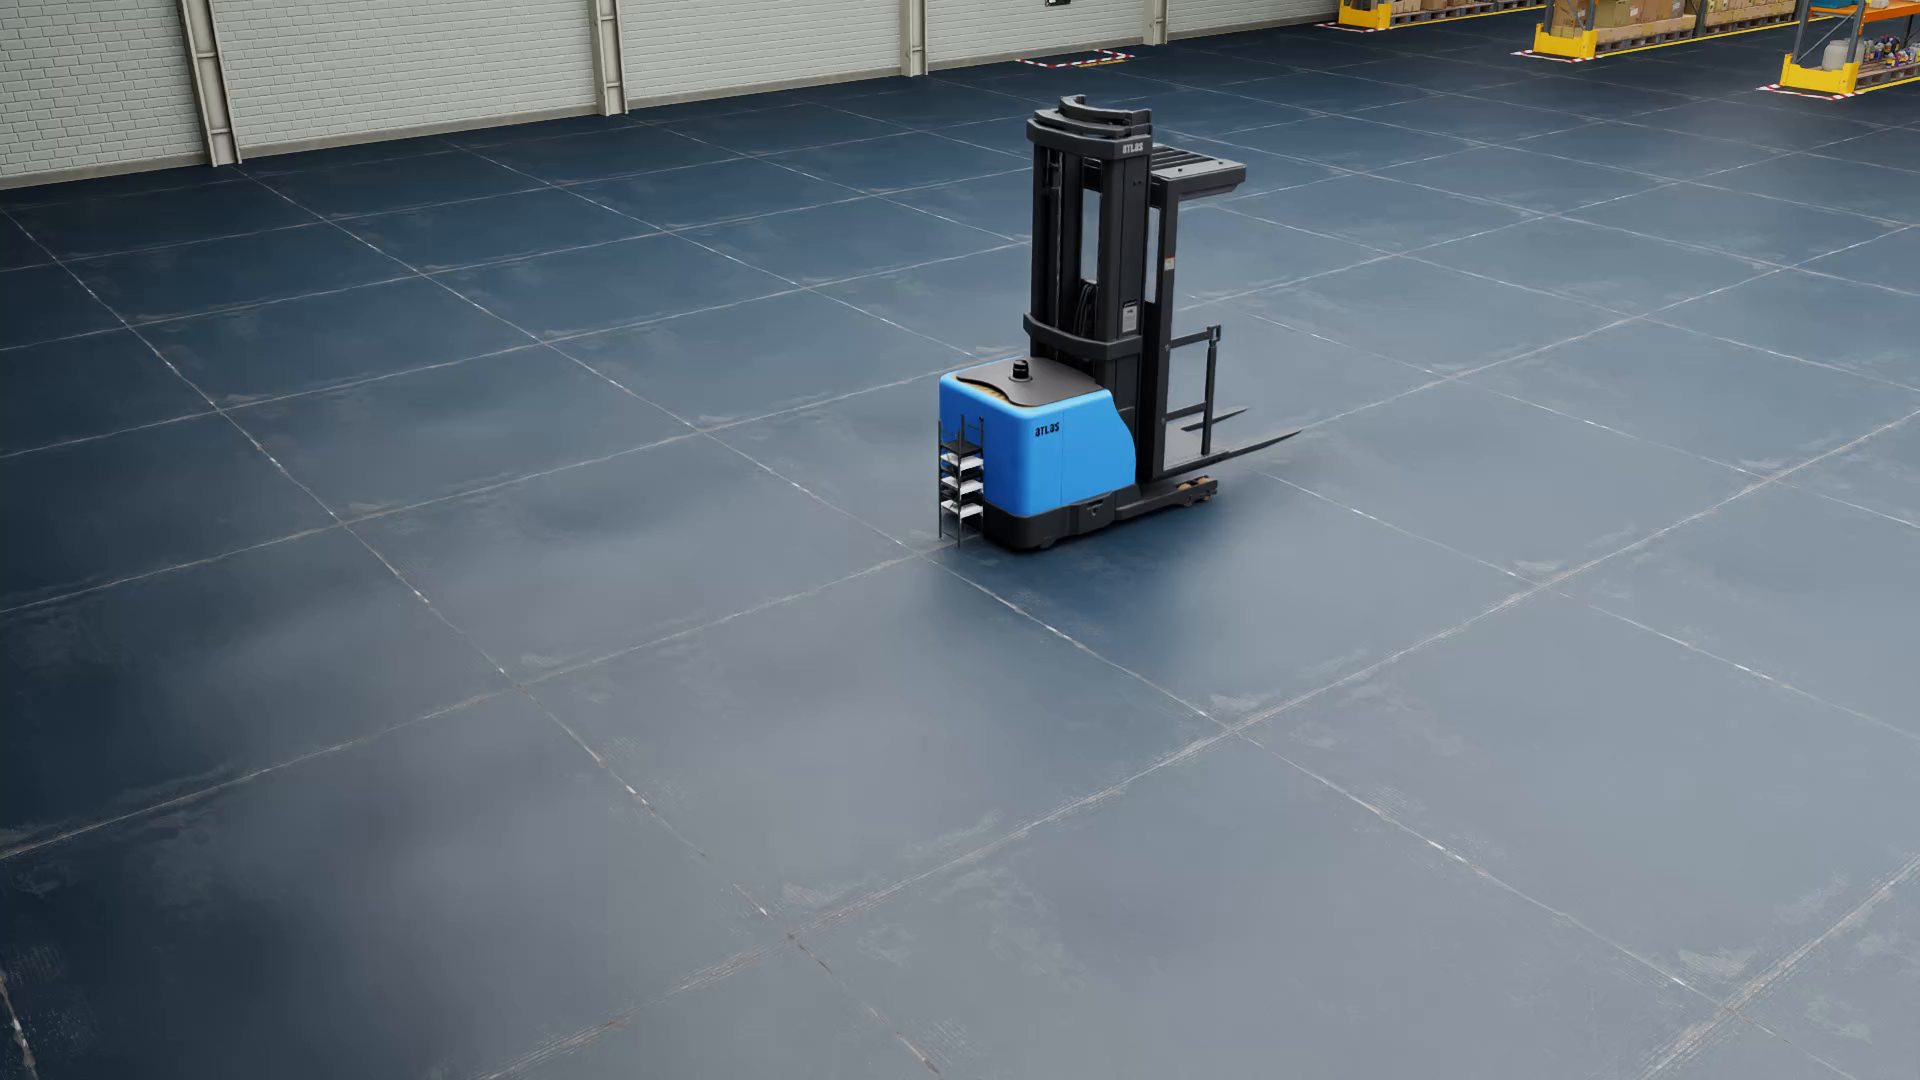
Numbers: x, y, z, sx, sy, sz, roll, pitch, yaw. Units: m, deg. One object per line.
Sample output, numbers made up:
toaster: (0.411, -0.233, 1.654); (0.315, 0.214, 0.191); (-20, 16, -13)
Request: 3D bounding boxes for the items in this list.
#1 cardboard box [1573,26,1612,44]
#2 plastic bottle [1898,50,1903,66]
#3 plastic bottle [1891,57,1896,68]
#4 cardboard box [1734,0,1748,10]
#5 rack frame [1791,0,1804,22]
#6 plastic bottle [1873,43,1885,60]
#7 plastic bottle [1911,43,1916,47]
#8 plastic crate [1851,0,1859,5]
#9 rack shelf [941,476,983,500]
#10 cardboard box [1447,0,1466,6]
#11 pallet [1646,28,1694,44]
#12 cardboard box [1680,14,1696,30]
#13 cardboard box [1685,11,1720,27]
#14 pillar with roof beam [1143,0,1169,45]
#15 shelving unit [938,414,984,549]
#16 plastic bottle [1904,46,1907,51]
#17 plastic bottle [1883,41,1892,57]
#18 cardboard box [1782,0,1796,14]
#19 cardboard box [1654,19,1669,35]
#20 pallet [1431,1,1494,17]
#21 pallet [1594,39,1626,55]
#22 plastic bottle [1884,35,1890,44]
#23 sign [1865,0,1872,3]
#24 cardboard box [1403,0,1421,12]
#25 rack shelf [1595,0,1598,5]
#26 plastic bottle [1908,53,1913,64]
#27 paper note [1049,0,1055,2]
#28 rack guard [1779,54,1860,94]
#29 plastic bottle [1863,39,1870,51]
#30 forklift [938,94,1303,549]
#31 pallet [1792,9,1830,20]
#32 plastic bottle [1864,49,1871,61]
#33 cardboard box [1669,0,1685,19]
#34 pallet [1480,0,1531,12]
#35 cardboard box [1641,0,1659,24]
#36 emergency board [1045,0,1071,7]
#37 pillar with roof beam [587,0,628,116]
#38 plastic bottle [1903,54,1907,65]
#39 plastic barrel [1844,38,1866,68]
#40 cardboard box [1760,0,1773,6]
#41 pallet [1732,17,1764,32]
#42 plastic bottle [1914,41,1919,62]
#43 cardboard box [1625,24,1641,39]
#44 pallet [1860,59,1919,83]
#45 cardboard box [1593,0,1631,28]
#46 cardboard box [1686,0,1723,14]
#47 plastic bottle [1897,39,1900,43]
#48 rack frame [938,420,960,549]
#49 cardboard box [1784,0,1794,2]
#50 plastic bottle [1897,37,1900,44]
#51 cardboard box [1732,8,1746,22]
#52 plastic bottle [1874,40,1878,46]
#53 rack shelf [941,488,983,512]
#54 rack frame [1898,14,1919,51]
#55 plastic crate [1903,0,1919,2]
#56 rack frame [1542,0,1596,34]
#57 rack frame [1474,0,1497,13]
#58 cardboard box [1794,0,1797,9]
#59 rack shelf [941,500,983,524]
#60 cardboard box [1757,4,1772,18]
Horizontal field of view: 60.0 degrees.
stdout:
cardboard box: (12.218, -9.757, 32.104); (0.500, 0.250, 0.500); (-18, 31, -34)
plastic bottle: (16.601, -8.525, 29.400); (0.097, 0.271, 0.097); (0, 25, 0)
plastic bottle: (16.413, -8.431, 29.281); (0.097, 0.201, 0.097); (0, 25, 0)
cardboard box: (16.089, -11.272, 34.704); (0.500, 0.311, 0.500); (-19, 31, -36)
rack frame: (17.954, -12.826, 35.950); (0.127, 3.000, 1.000); (-18, 31, -34)
plastic bottle: (16.597, -8.835, 30.063); (0.135, 0.276, 0.152); (-18, 31, -34)
plastic bottle: (17.269, -8.839, 30.072); (0.135, 0.276, 0.152); (-18, 31, -34)
plastic crate: (15.436, -9.434, 28.819); (0.408, 0.251, 0.499); (-18, 31, -34)
rack shelf: (0.006, -0.380, 11.706); (0.200, 0.077, 0.258); (-18, 31, -34)
cardboard box: (10.955, -12.210, 37.069); (0.500, 0.500, 0.500); (-21, 32, -38)
pallet: (14.155, -10.329, 33.883); (1.213, 0.211, 1.003); (-18, 31, -34)
cardboard box: (14.577, -10.537, 33.786); (0.500, 0.250, 0.500); (-18, 31, -34)
cardboard box: (15.277, -10.753, 34.250); (0.500, 0.250, 0.500); (-19, 31, -35)
pillar with roof beam: (6.551, -12.593, 28.321); (0.400, 9.000, 9.100); (-18, 31, -34)
shelving unit: (0.006, -0.410, 11.692); (0.210, 0.900, 0.258); (-18, 31, -34)
plastic bottle: (16.930, -8.710, 29.786); (0.133, 0.283, 0.061); (-18, 31, -34)
plastic bottle: (16.929, -8.957, 30.332); (0.097, 0.271, 0.097); (0, 25, 0)
cardboard box: (17.691, -11.552, 35.972); (0.500, 0.250, 0.500); (-17, 30, -33)
cardboard box: (13.793, -10.276, 33.223); (0.500, 0.250, 0.500); (-18, 31, -34)
pallet: (11.240, -11.976, 37.431); (1.213, 0.211, 1.003); (-18, 31, -34)
pallet: (12.235, -9.695, 32.517); (1.213, 0.211, 1.003); (-18, 31, -34)
plastic bottle: (16.969, -9.071, 30.483); (0.185, 0.351, 0.144); (-17, 30, -33)
sign: (15.049, -9.048, 27.481); (0.005, 0.325, 0.100); (-18, 31, -34)
cardboard box: (9.648, -11.666, 36.121); (0.500, 0.311, 0.500); (-15, 29, -30)
rack shelf: (13.233, -10.941, 32.743); (4.000, 0.370, 1.077); (-18, 31, -34)
plastic bottle: (16.920, -8.598, 29.642); (0.097, 0.201, 0.097); (0, 25, 0)
paper note: (1.745, -10.246, 31.437); (0.142, 0.148, 0.016); (-18, 31, -34)
rack guard: (14.743, -8.007, 28.537); (0.348, 0.500, 1.175); (-18, 31, -34)
plastic bottle: (16.340, -8.863, 30.035); (0.185, 0.351, 0.144); (-17, 30, -32)
forklift: (1.323, -1.742, 12.150); (3.031, 2.935, 1.130); (-17, 30, -33)
pallet: (18.565, -11.742, 36.928); (1.213, 0.211, 1.003); (-18, 31, -34)
plastic bottle: (16.303, -8.714, 29.892); (0.097, 0.201, 0.097); (0, 25, 0)
cardboard box: (14.176, -10.751, 33.356); (0.500, 0.500, 0.500); (-18, 31, -34)
pallet: (12.359, -12.365, 38.269); (1.213, 0.211, 1.003); (-18, 31, -34)
cardboard box: (13.400, -10.485, 32.784); (0.500, 0.500, 0.500); (-18, 31, -34)
emergency board: (1.927, -10.668, 31.301); (0.643, 1.169, 0.194); (-18, 31, -34)
pillar with roof beam: (-2.892, -9.475, 21.604); (0.400, 9.000, 9.100); (-18, 31, -34)
plastic bottle: (16.758, -8.545, 29.526); (0.097, 0.201, 0.097); (0, 25, 0)
plastic barrel: (15.578, -8.494, 29.073); (0.421, 0.512, 0.421); (0, 25, 0)
cardboard box: (16.890, -11.538, 35.277); (0.500, 0.311, 0.500); (-18, 31, -34)
pallet: (16.323, -11.045, 35.425); (1.213, 0.211, 1.003); (-18, 31, -34)
plastic bottle: (17.126, -8.746, 29.784); (0.185, 0.351, 0.144); (-18, 31, -34)
cardboard box: (13.003, -10.017, 32.666); (0.500, 0.250, 0.500); (-18, 31, -34)
pallet: (16.345, -8.401, 29.727); (1.213, 0.211, 1.003); (-18, 31, -34)
cardboard box: (12.611, -10.227, 32.227); (0.500, 0.500, 0.500); (-18, 31, -34)
cardboard box: (15.286, -11.009, 34.137); (0.500, 0.311, 0.500); (-18, 30, -34)
plastic bottle: (17.168, -9.047, 30.511); (0.133, 0.283, 0.061); (-18, 31, -34)
rack frame: (-0.074, -0.384, 11.635); (0.006, 0.900, 0.240); (-18, 31, -34)
cardboard box: (17.694, -11.806, 35.853); (0.500, 0.311, 0.500); (-17, 30, -33)
plastic bottle: (17.339, -9.169, 30.790); (0.097, 0.271, 0.097); (0, 25, 0)
cardboard box: (16.086, -11.021, 34.827); (0.500, 0.250, 0.500); (-19, 31, -36)
plastic bottle: (16.665, -8.962, 30.329); (0.133, 0.283, 0.061); (-17, 30, -32)
rack shelf: (0.006, -0.298, 11.744); (0.200, 0.077, 0.258); (-18, 31, -34)
rack frame: (17.860, -10.145, 30.173); (0.127, 3.000, 1.000); (-18, 31, -34)
plastic crate: (16.739, -9.520, 29.139); (0.437, 0.136, 0.530); (-18, 31, -34)
rack frame: (11.659, -10.748, 31.472); (0.127, 3.000, 1.000); (-18, 31, -34)
rack frame: (11.747, -13.427, 37.245); (0.127, 3.000, 1.000); (-18, 31, -34)
cardboard box: (18.489, -11.915, 36.434); (0.500, 0.500, 0.500); (-17, 30, -32)
rack shelf: (0.006, -0.217, 11.782); (0.200, 0.077, 0.258); (-18, 31, -34)
cardboard box: (16.890, -11.287, 35.401); (0.500, 0.250, 0.500); (-17, 30, -33)
